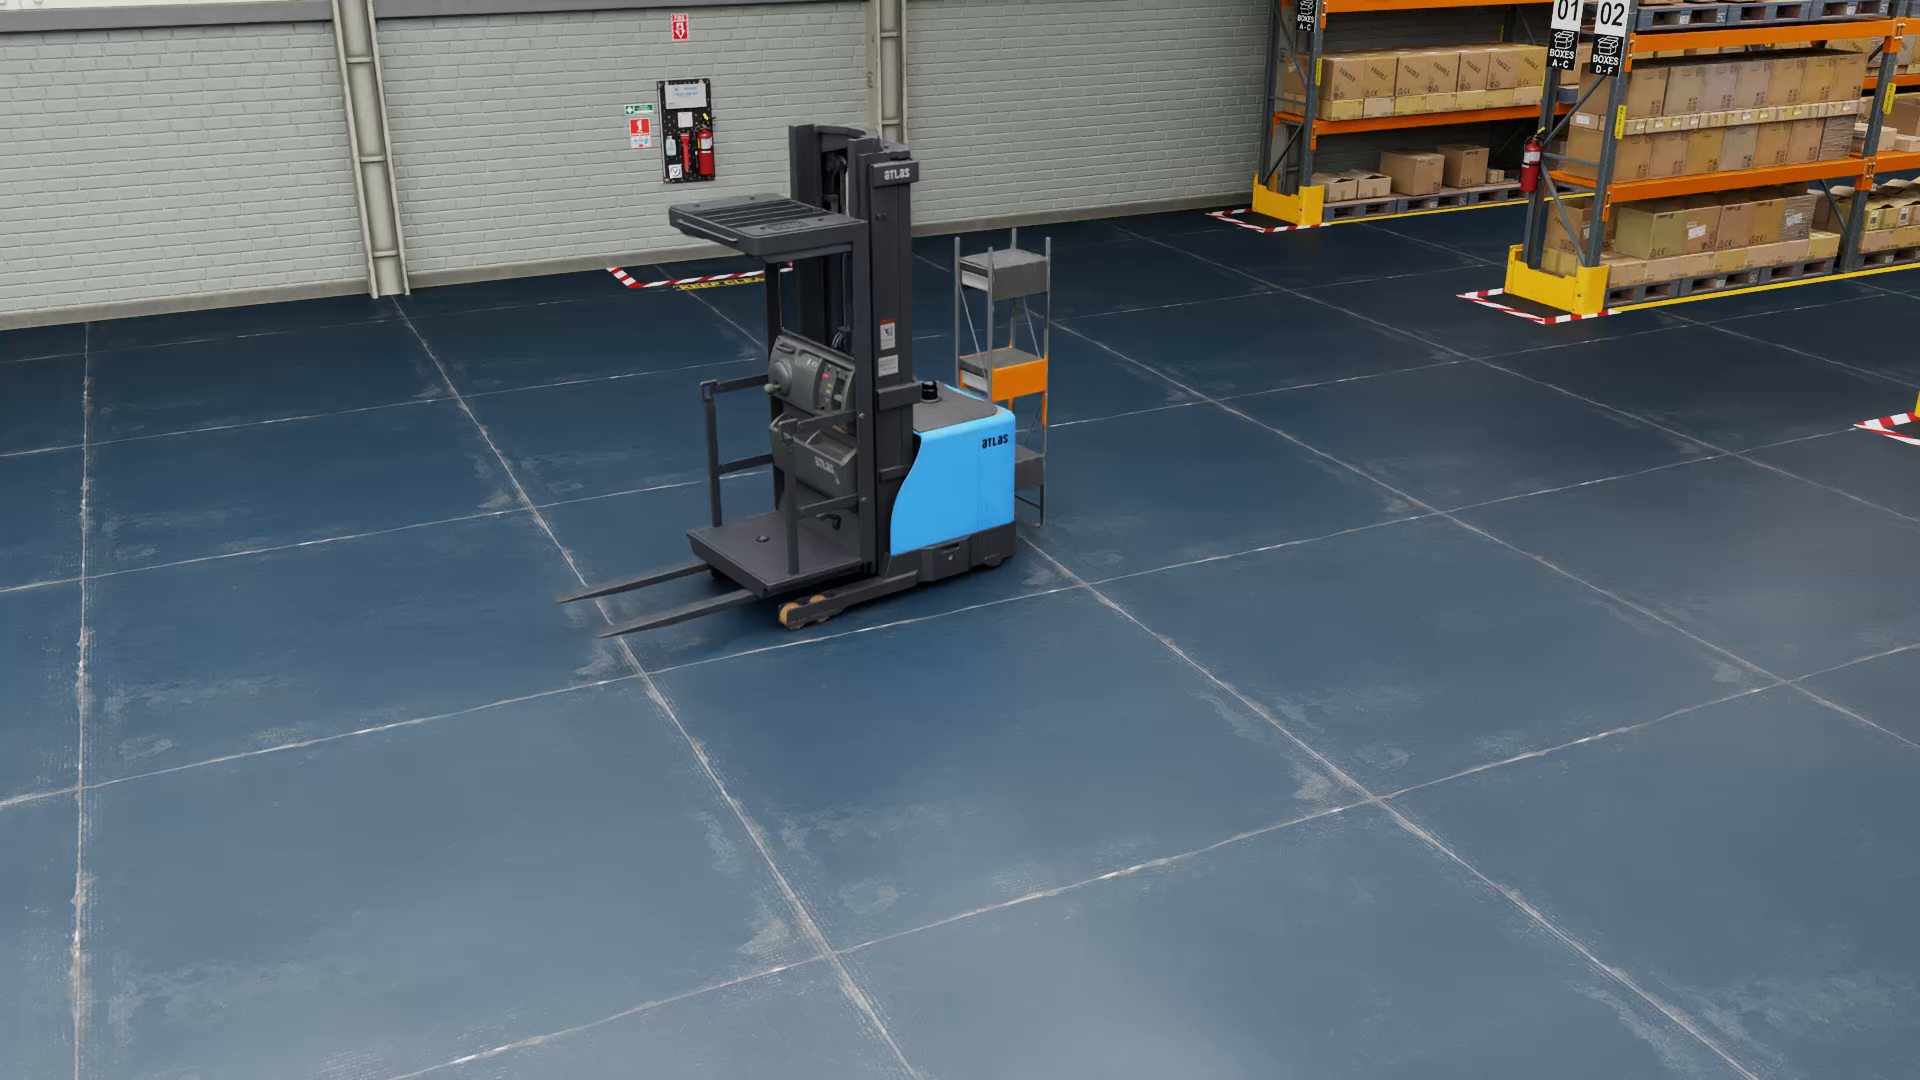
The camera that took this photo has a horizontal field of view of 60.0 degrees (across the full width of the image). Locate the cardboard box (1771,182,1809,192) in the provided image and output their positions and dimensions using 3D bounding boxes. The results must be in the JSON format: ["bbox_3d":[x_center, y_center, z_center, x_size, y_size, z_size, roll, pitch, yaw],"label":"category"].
[{"bbox_3d":[9.477,-3.937,19.406,0.500,0.500,0.500,-10,25,-24],"label":"cardboard box"}]

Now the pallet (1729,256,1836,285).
[{"bbox_3d":[9.296,-3.230,19.278,1.213,0.211,1.003,-10,25,-24],"label":"pallet"}]

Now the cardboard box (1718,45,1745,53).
[{"bbox_3d":[11.064,-7.174,24.454,0.500,0.500,0.700,-14,26,-30],"label":"cardboard box"}]

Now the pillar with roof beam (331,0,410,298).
[{"bbox_3d":[-4.415,-5.391,13.009,0.400,9.000,9.100,-10,25,-24],"label":"pillar with roof beam"}]

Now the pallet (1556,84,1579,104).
[{"bbox_3d":[8.631,-6.331,23.373,1.213,0.211,1.003,-10,25,-24],"label":"pallet"}]

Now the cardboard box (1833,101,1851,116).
[{"bbox_3d":[9.655,-4.823,18.501,0.250,0.149,0.380,-11,25,-25],"label":"cardboard box"}]

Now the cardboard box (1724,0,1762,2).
[{"bbox_3d":[8.042,-5.845,17.164,0.500,0.500,0.500,-10,25,-24],"label":"cardboard box"}]

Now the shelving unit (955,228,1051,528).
[{"bbox_3d":[0.287,-1.060,11.565,0.503,2.100,0.431,-16,27,-33],"label":"shelving unit"}]

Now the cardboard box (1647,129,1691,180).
[{"bbox_3d":[7.324,-4.181,17.797,0.500,0.500,0.700,-10,24,-22],"label":"cardboard box"}]

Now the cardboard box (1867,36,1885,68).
[{"bbox_3d":[13.869,-7.531,25.476,0.500,0.500,0.500,-10,25,-24],"label":"cardboard box"}]

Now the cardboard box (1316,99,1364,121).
[{"bbox_3d":[4.852,-5.591,21.504,0.500,0.250,0.500,-11,25,-25],"label":"cardboard box"}]

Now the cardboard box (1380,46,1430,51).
[{"bbox_3d":[5.983,-6.368,22.402,0.500,0.500,0.500,-10,25,-23],"label":"cardboard box"}]

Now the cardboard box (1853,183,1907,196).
[{"bbox_3d":[11.188,-4.155,20.180,0.500,0.311,0.500,-11,25,-24],"label":"cardboard box"}]

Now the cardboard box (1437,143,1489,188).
[{"bbox_3d":[6.961,-5.205,23.096,0.500,0.500,0.500,-12,26,-28],"label":"cardboard box"}]

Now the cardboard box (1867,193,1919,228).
[{"bbox_3d":[10.965,-3.883,19.521,0.500,0.311,0.500,-11,25,-24],"label":"cardboard box"}]

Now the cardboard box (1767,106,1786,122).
[{"bbox_3d":[8.734,-4.653,18.091,0.250,0.149,0.380,-10,24,-22],"label":"cardboard box"}]

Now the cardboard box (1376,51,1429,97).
[{"bbox_3d":[5.754,-6.103,21.762,0.500,0.500,0.500,-11,25,-25],"label":"cardboard box"}]

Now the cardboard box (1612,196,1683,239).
[{"bbox_3d":[7.676,-3.605,18.603,0.500,0.500,0.500,-10,25,-24],"label":"cardboard box"}]

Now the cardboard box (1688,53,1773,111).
[{"bbox_3d":[8.277,-4.956,17.975,0.500,0.500,0.700,-10,25,-24],"label":"cardboard box"}]

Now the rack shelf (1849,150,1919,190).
[{"bbox_3d":[11.833,-4.636,19.968,4.000,0.370,1.077,-10,25,-24],"label":"rack shelf"}]

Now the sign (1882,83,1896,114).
[{"bbox_3d":[10.273,-4.882,18.386,0.005,0.325,0.100,-10,25,-24],"label":"sign"}]

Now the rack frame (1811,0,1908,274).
[{"bbox_3d":[10.031,-4.636,19.029,0.127,3.000,1.000,-10,25,-24],"label":"rack frame"}]

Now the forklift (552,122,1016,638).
[{"bbox_3d":[-1.106,-1.022,10.388,3.031,2.935,1.130,-16,27,-33],"label":"forklift"}]

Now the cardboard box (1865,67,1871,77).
[{"bbox_3d":[13.742,-7.214,25.558,0.250,0.149,0.380,-11,25,-25],"label":"cardboard box"}]

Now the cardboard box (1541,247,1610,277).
[{"bbox_3d":[6.782,-3.087,18.332,0.500,0.250,0.500,-10,25,-24],"label":"cardboard box"}]

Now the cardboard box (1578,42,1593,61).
[{"bbox_3d":[8.859,-6.755,23.442,0.500,0.500,0.700,-8,24,-18],"label":"cardboard box"}]

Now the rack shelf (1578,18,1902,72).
[{"bbox_3d":[8.229,-5.358,17.791,4.000,0.370,1.077,-10,25,-24],"label":"rack shelf"}]

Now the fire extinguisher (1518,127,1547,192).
[{"bbox_3d":[6.119,-4.078,17.780,0.183,0.674,0.296,-10,25,-24],"label":"fire extinguisher"}]

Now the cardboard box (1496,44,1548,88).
[{"bbox_3d":[7.587,-6.444,22.586,0.500,0.500,0.500,-10,25,-24],"label":"cardboard box"}]

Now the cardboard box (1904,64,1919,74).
[{"bbox_3d":[14.689,-7.359,25.909,0.250,0.149,0.380,-10,24,-23],"label":"cardboard box"}]

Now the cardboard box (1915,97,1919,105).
[{"bbox_3d":[11.656,-4.975,19.715,0.500,0.500,0.500,-10,25,-24],"label":"cardboard box"}]

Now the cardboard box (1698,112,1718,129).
[{"bbox_3d":[7.803,-4.481,17.675,0.250,0.149,0.380,-11,25,-25],"label":"cardboard box"}]

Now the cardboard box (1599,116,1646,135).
[{"bbox_3d":[6.874,-4.310,17.260,0.250,0.149,0.380,-11,25,-24],"label":"cardboard box"}]

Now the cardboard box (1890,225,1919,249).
[{"bbox_3d":[10.963,-3.626,19.633,0.500,0.250,0.500,-10,24,-22],"label":"cardboard box"}]

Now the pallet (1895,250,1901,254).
[{"bbox_3d":[11.779,-3.687,20.382,1.213,0.211,1.003,-10,25,-24],"label":"pallet"}]

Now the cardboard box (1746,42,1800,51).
[{"bbox_3d":[12.032,-7.192,24.656,0.500,0.500,0.500,-10,24,-22],"label":"cardboard box"}]

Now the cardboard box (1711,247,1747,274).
[{"bbox_3d":[8.359,-3.157,18.501,0.500,0.250,0.500,-10,25,-24],"label":"cardboard box"}]

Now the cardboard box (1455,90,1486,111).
[{"bbox_3d":[6.685,-5.931,22.327,0.500,0.250,0.500,-11,25,-24],"label":"cardboard box"}]

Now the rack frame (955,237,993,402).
[{"bbox_3d":[0.091,-1.004,11.430,0.015,2.100,0.400,-16,27,-33],"label":"rack frame"}]

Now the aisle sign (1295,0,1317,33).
[{"bbox_3d":[4.340,-6.765,20.773,0.004,0.787,0.394,-10,25,-24],"label":"aisle sign"}]

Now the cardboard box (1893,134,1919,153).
[{"bbox_3d":[10.918,-4.597,19.262,0.250,0.149,0.380,-10,25,-24],"label":"cardboard box"}]

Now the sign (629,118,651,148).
[{"bbox_3d":[-3.662,-4.662,19.044,0.234,0.329,0.001,-10,25,-24],"label":"sign"}]

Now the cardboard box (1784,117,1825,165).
[{"bbox_3d":[9.162,-4.517,18.610,0.500,0.500,0.700,-11,25,-24],"label":"cardboard box"}]

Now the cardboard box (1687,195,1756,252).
[{"bbox_3d":[8.359,-3.503,18.356,0.500,0.500,0.500,-10,25,-24],"label":"cardboard box"}]

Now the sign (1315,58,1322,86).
[{"bbox_3d":[4.511,-5.892,20.931,0.005,0.325,0.100,-10,25,-24],"label":"sign"}]

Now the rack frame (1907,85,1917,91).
[{"bbox_3d":[15.088,-7.670,26.357,0.127,3.000,1.000,-10,25,-24],"label":"rack frame"}]
